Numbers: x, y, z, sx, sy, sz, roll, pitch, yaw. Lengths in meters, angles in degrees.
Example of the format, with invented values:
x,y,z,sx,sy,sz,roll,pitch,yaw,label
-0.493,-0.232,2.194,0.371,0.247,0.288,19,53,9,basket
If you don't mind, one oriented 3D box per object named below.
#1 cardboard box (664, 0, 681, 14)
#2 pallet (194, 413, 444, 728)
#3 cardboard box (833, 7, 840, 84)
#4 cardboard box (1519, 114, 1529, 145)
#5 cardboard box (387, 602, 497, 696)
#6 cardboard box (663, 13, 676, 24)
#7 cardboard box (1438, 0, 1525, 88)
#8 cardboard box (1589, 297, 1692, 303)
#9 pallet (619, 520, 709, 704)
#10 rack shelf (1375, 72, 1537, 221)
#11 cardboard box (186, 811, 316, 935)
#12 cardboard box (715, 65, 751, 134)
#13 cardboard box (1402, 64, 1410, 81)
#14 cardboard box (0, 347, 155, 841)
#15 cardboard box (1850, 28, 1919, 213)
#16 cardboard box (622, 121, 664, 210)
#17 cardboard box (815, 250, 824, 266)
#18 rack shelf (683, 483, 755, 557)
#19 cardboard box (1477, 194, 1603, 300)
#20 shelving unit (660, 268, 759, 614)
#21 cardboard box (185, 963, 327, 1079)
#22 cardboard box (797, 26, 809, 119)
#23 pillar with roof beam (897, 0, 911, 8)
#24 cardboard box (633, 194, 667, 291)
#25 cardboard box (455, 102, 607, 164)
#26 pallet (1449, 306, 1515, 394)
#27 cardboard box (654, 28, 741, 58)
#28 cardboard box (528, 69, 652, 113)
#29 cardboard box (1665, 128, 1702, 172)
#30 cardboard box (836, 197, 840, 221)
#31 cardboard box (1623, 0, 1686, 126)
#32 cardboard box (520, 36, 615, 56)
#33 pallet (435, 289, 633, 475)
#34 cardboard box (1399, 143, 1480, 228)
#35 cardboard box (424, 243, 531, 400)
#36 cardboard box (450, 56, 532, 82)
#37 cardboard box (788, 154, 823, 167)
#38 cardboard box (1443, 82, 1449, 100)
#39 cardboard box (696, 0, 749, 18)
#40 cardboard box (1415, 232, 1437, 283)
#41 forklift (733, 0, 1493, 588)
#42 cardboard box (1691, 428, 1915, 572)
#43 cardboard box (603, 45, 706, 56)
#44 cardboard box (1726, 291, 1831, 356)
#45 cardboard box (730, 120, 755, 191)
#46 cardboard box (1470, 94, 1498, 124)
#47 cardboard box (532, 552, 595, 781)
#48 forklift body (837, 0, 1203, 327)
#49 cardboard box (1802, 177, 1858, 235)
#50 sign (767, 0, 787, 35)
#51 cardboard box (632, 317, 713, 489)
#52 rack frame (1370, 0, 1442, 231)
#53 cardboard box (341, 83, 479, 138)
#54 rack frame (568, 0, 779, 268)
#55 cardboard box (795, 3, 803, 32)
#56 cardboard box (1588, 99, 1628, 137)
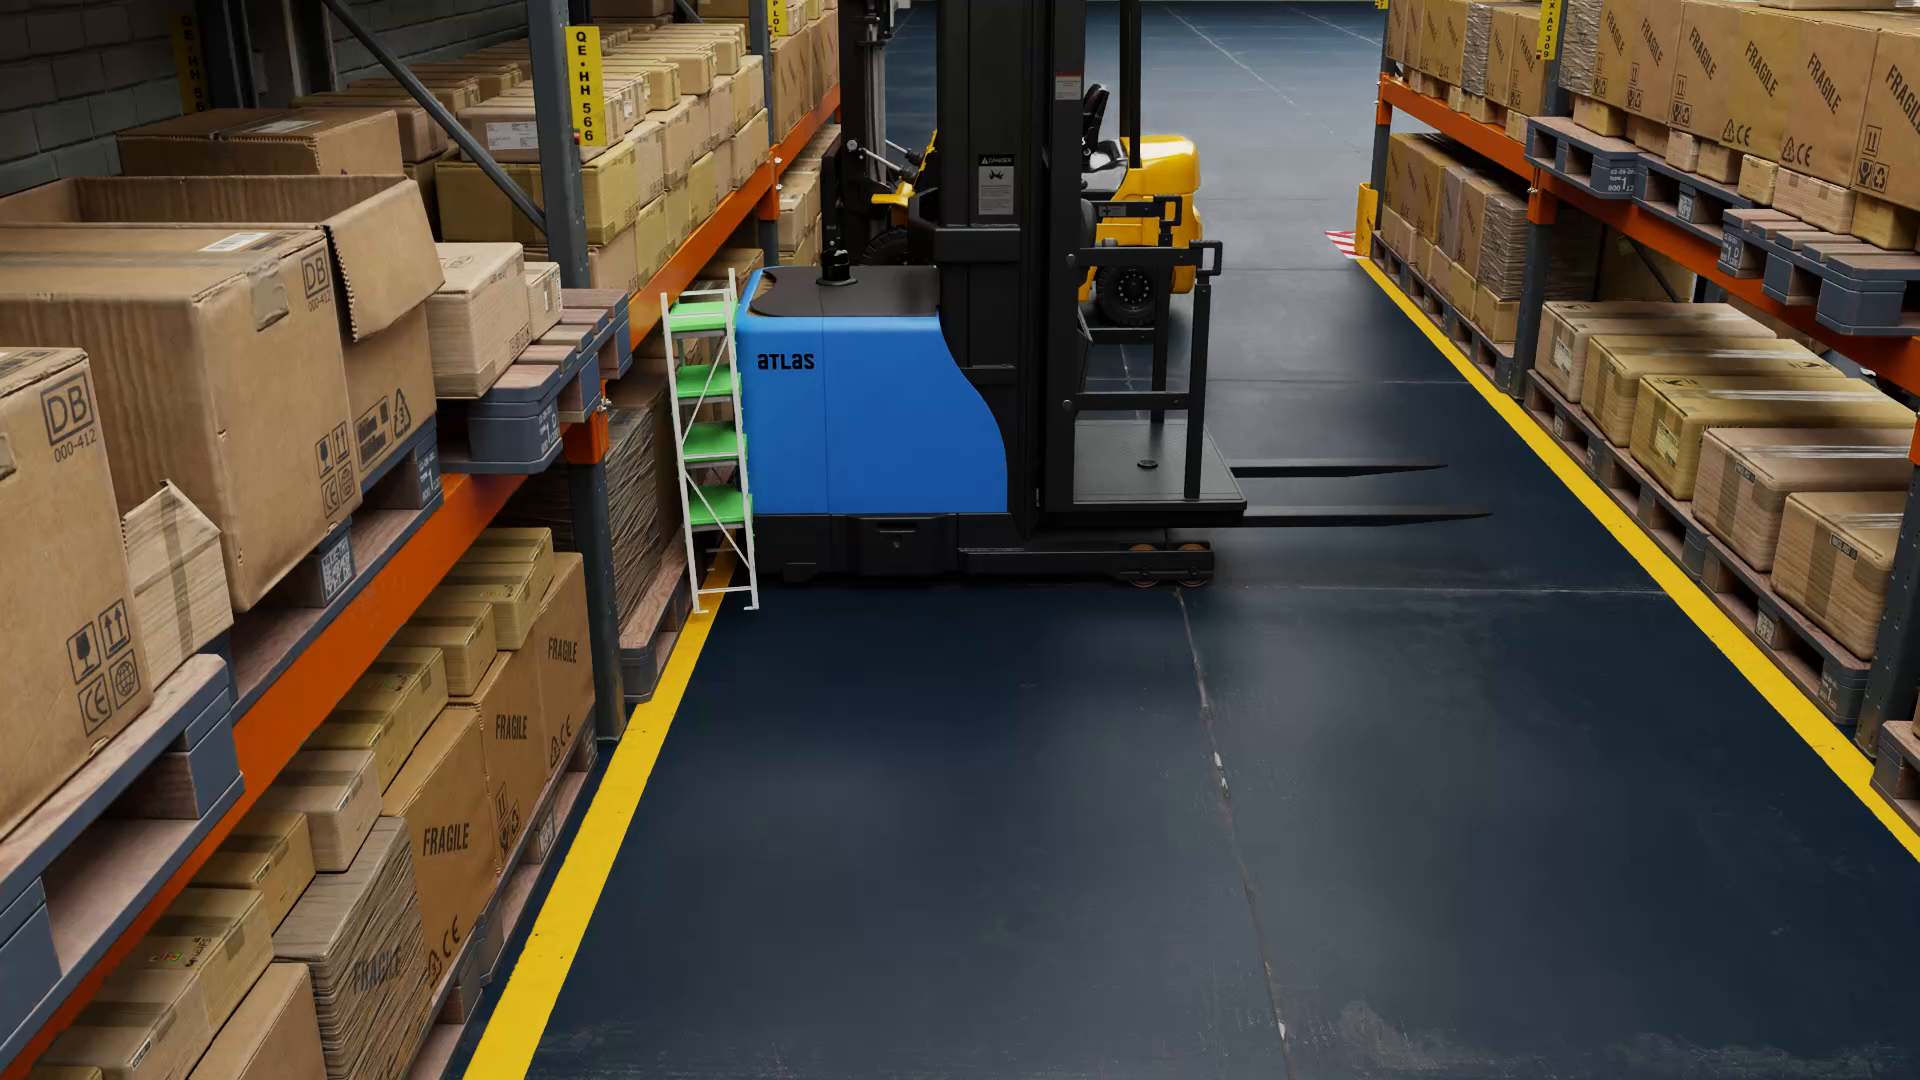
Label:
x,y,z,sx,sy,sz,roll,pitch,yaw,label
-1.716,-2.914,8.946,0.380,0.149,0.250,0,21,0,cardboard box
-1.648,0.022,3.091,1.003,0.211,1.213,1,21,2,pallet
-1.103,-3.529,11.839,0.500,0.500,0.500,0,21,0,cardboard box
3.194,-2.166,8.812,0.380,0.149,0.250,0,21,1,cardboard box
-1.385,0.271,4.161,0.380,0.149,0.250,0,21,0,cardboard box
-1.746,-2.776,9.002,0.380,0.149,0.250,0,21,0,cardboard box
3.285,-3.072,10.249,0.500,0.500,0.500,0,21,1,cardboard box
3.777,-1.288,9.422,0.500,0.250,0.500,0,21,-1,cardboard box
-1.530,0.232,6.139,1.003,0.211,1.213,1,21,2,pallet
3.550,-2.552,10.453,1.077,0.370,4.000,1,21,2,rack shelf
-1.483,0.645,3.198,0.380,0.149,0.250,1,21,2,cardboard box
-1.240,-2.014,7.588,0.500,0.250,0.500,0,21,0,cardboard box
3.394,-3.372,11.921,0.380,0.149,0.250,1,21,2,cardboard box
-1.462,0.073,1.974,0.700,0.500,0.500,1,21,2,cardboard box
3.103,-1.266,5.015,0.500,0.500,0.500,0,21,0,cardboard box
-1.320,-1.273,5.679,0.500,0.250,0.500,1,21,3,cardboard box
-1.127,-1.672,10.412,0.500,0.250,0.500,1,21,3,cardboard box
-0.911,-0.091,6.360,0.258,0.148,0.480,-4,18,-4,rack shelf
3.239,-1.644,9.304,0.500,0.500,0.500,0,21,1,cardboard box
-0.926,-0.379,6.265,0.258,1.200,0.503,-4,18,-4,shelving unit
-1.450,1.100,2.923,0.500,0.500,0.500,0,21,0,cardboard box
-1.184,-2.793,9.942,0.500,0.500,0.500,0,21,1,cardboard box
2.943,-17.018,38.449,9.100,9.000,0.400,1,21,2,pillar with roof beam
-1.316,-1.040,5.771,0.500,0.250,0.500,0,21,0,cardboard box
-1.290,-1.232,5.022,0.380,0.149,0.250,1,21,3,cardboard box
3.474,-1.107,9.590,1.003,0.211,1.213,1,21,2,pallet
-1.251,-2.347,7.895,0.380,0.149,0.250,0,21,1,cardboard box
-1.328,-1.607,5.990,0.380,0.149,0.250,1,21,2,cardboard box
3.089,-1.575,6.709,0.380,0.149,0.250,1,21,4,cardboard box
-1.074,-2.263,11.243,0.500,0.250,0.500,0,21,0,cardboard box
3.145,-2.019,6.955,0.500,0.500,0.500,1,21,1,cardboard box
-1.753,-2.162,7.419,0.380,0.149,0.250,0,21,1,cardboard box
-1.544,-0.435,4.270,1.213,0.211,1.003,1,21,2,pallet
3.298,-2.387,11.219,0.500,0.500,0.500,0,21,0,cardboard box
-1.303,-0.512,3.828,0.500,0.250,0.500,0,21,-1,cardboard box
-1.759,-1.795,6.473,0.380,0.149,0.250,1,21,3,cardboard box
-1.091,-2.323,10.708,0.500,0.250,0.500,0,21,1,cardboard box
3.335,-2.905,10.715,0.380,0.149,0.250,1,21,3,cardboard box
-1.166,-2.817,8.696,0.380,0.149,0.250,1,21,3,cardboard box
3.283,-1.853,10.880,0.500,0.250,0.500,2,21,5,cardboard box
0.623,-1.372,6.513,3.031,2.935,1.130,-1,21,-1,forklift
3.409,-0.159,6.345,0.950,0.372,0.625,0,21,1,cardboard box
-1.270,-1.978,6.945,0.380,0.149,0.250,1,21,2,cardboard box
4.882,-1.372,9.870,0.500,0.500,0.500,18,27,38,cardboard box
-1.236,-1.780,7.678,0.500,0.250,0.500,1,21,1,cardboard box
3.222,-2.534,9.759,0.380,0.149,0.250,0,21,1,cardboard box
-1.392,0.354,4.845,0.500,0.500,0.500,1,21,3,cardboard box
0.415,-2.562,10.658,2.313,2.155,1.214,1,21,2,forklift body
3.041,-1.107,5.501,0.380,0.149,0.250,0,21,1,cardboard box
-0.930,-2.717,8.395,0.100,0.325,0.005,1,21,2,sign
-1.529,-0.565,7.040,0.875,0.625,0.625,0,21,-1,cardboard box
3.611,-3.610,12.186,1.000,3.000,0.127,1,21,2,rack frame
-1.821,-1.428,5.529,0.380,0.149,0.250,1,21,2,cardboard box
-1.472,-2.217,8.596,1.000,3.000,0.127,1,21,2,rack frame
-1.122,-3.050,9.707,0.380,0.149,0.250,0,21,1,cardboard box
3.140,-1.956,7.690,0.380,0.149,0.250,1,21,3,cardboard box
